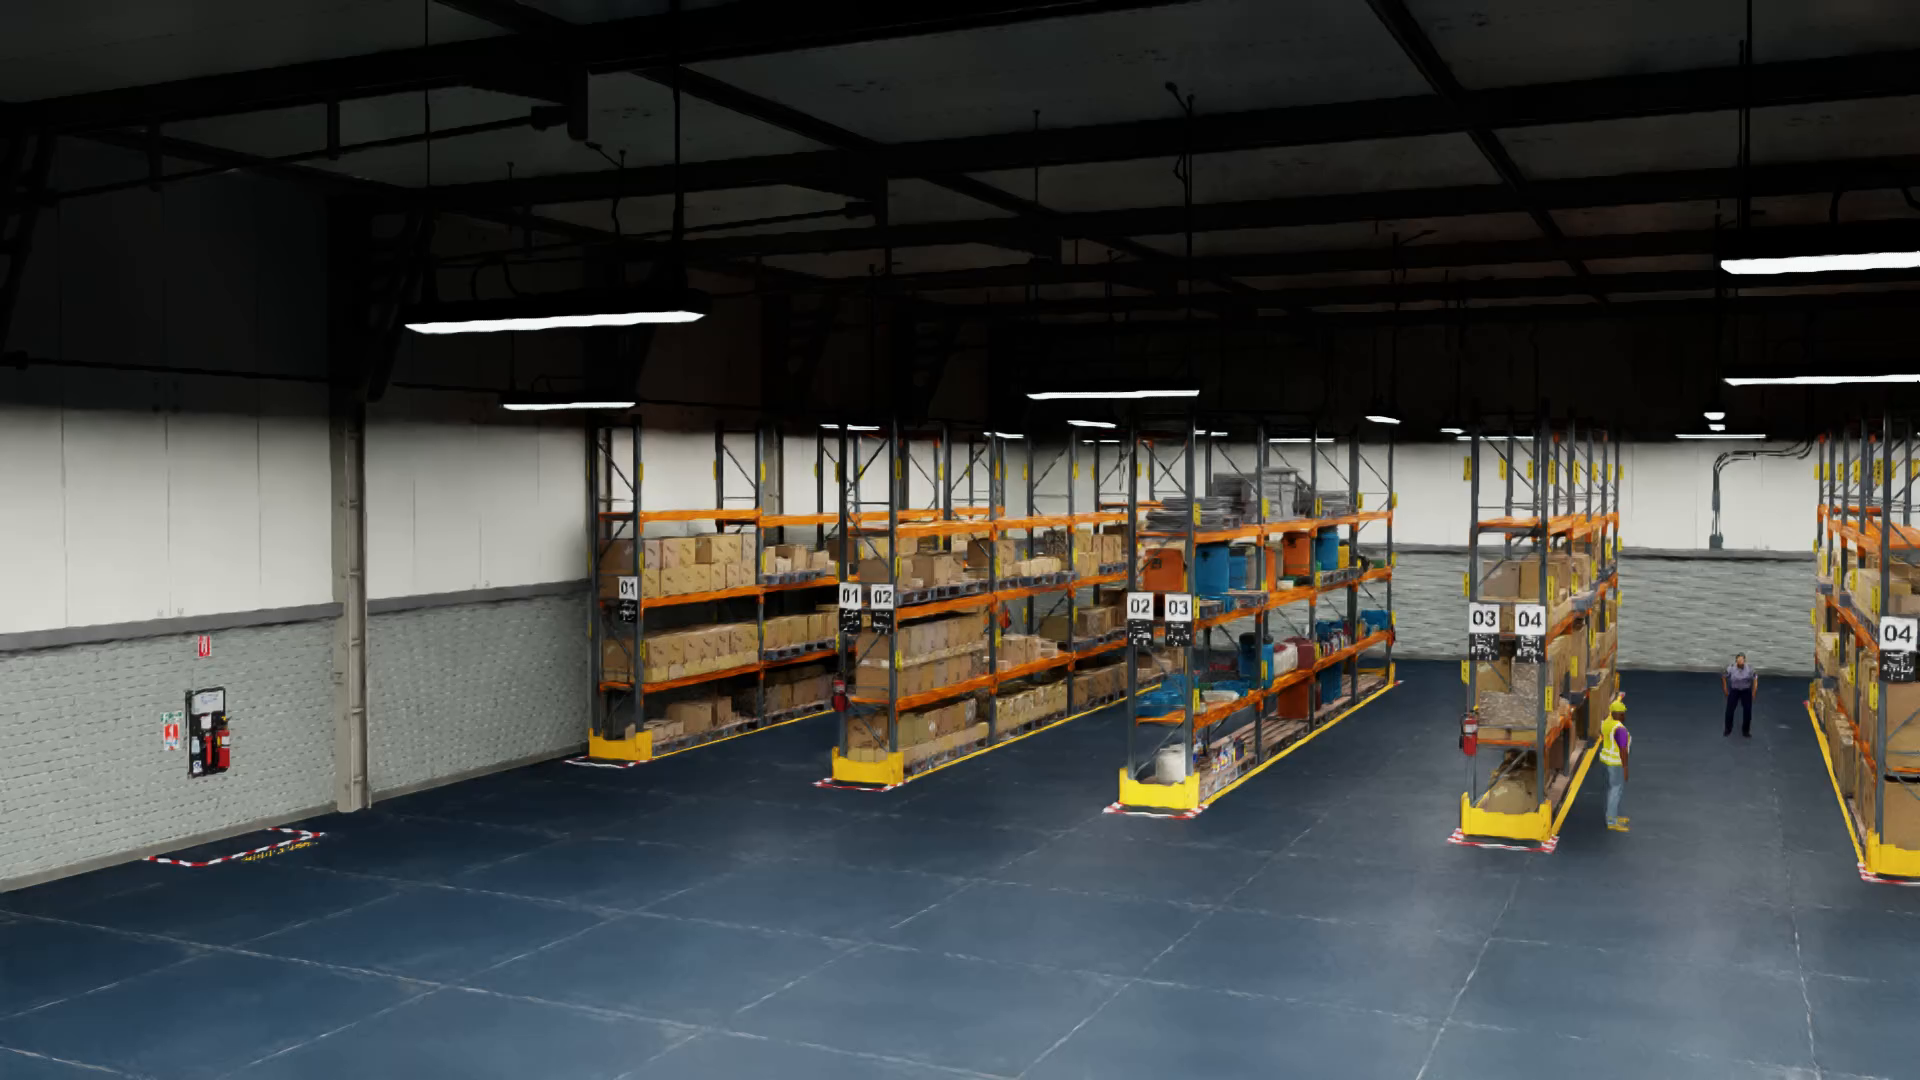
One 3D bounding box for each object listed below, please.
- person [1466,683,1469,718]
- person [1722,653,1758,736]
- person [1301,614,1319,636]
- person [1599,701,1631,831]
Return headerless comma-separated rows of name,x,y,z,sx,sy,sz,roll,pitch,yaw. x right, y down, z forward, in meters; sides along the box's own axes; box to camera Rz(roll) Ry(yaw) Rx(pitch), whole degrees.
person,10.150,2.864,32.576,0.446,1.561,1.110,1,3,22
person,14.751,2.924,31.486,0.607,1.580,0.513,1,3,23
person,8.209,2.560,38.513,0.702,1.735,0.549,1,3,24
person,9.237,3.137,23.322,0.463,1.772,0.649,0,2,-4
